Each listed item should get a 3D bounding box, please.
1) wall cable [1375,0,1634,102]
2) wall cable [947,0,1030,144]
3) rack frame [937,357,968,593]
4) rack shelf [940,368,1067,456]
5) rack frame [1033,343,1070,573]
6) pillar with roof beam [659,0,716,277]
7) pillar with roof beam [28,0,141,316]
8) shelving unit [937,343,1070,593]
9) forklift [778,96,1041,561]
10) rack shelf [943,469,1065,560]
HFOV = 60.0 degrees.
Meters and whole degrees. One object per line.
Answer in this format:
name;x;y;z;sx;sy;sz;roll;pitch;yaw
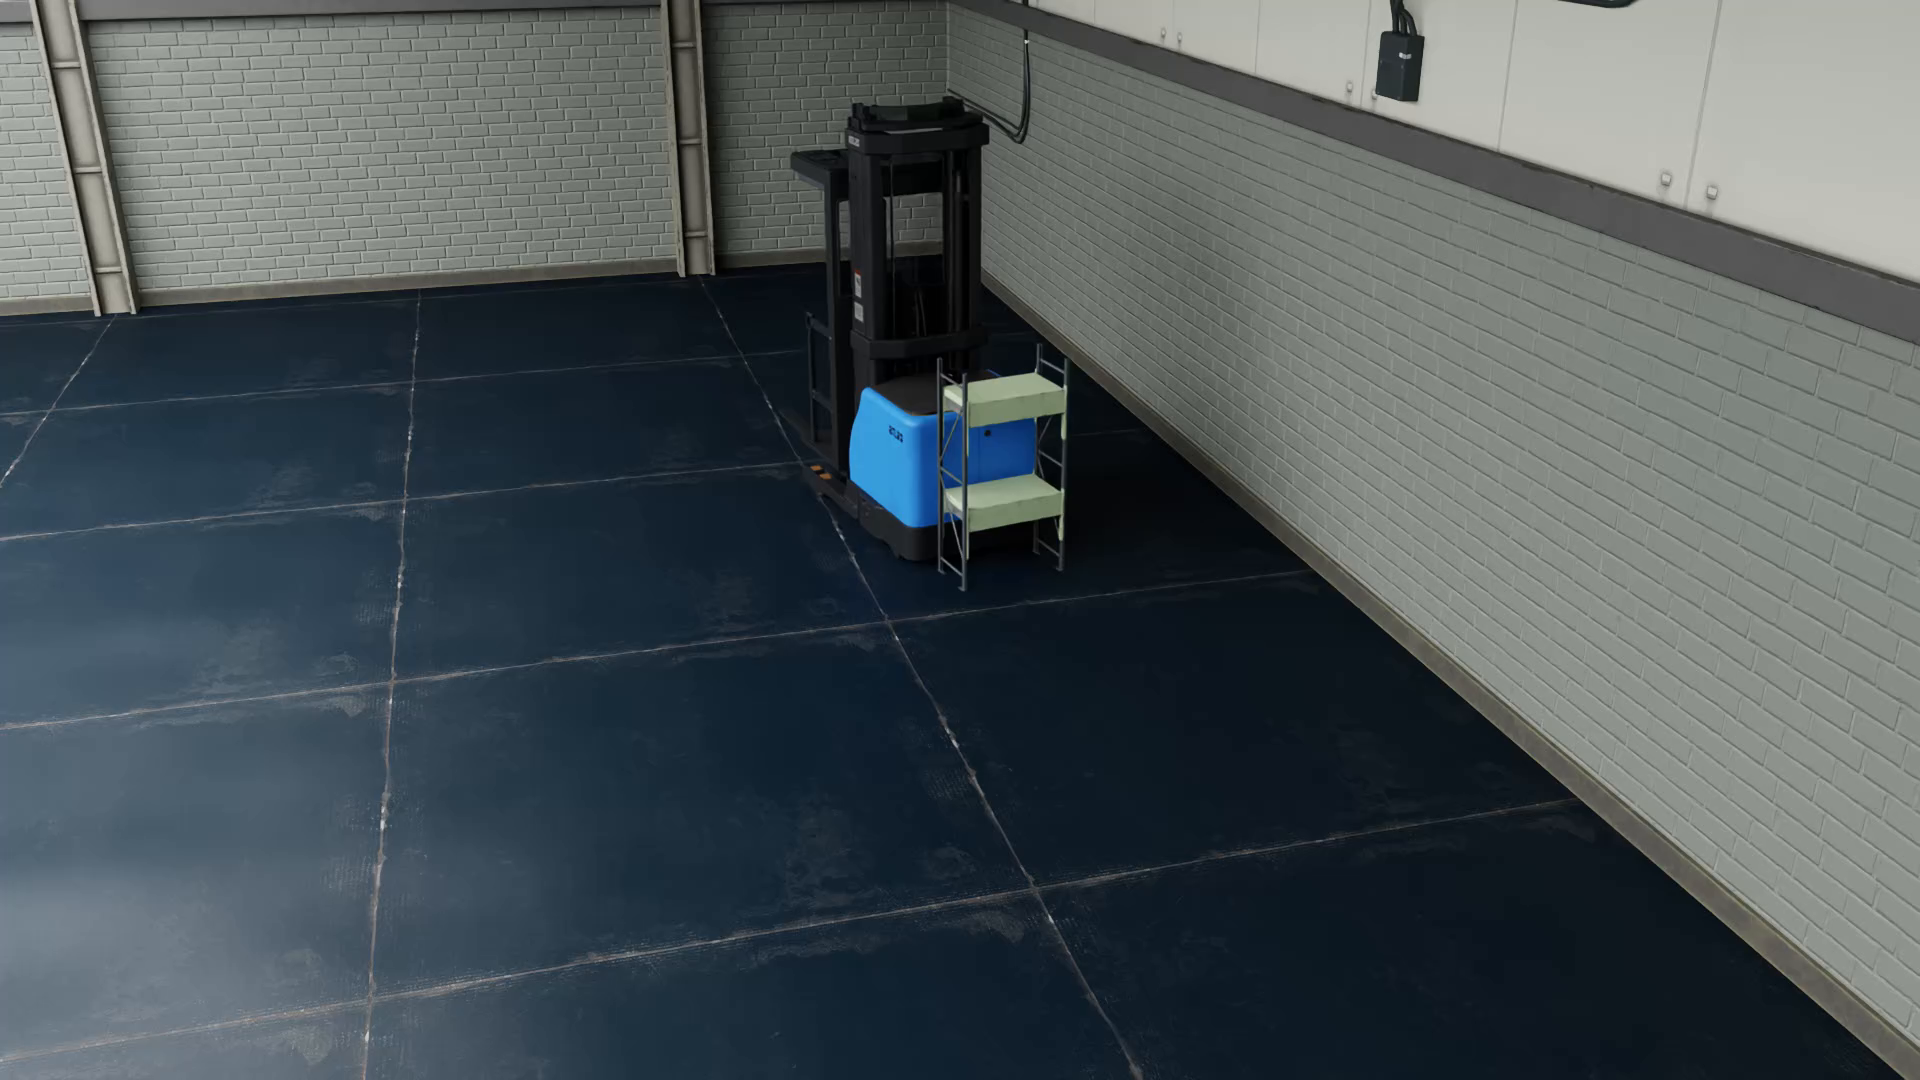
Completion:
wall cable;2.766;-4.925;7.503;0.169;6.003;2.305;-6;24;-14
wall cable;0.217;-5.541;17.189;0.112;2.526;3.097;-6;24;-14
rack frame;-0.050;-0.413;10.811;0.023;1.500;0.400;-11;26;-24
rack shelf;0.278;-0.836;10.806;0.720;0.370;0.431;-11;26;-24
rack frame;0.606;-0.541;11.109;0.023;1.500;0.400;-11;26;-24
pillar with roof beam;-1.814;-5.522;13.207;0.400;9.000;9.100;-6;24;-14
pillar with roof beam;-7.591;-4.883;11.717;0.400;9.000;9.100;-6;24;-14
shelving unit;0.278;-0.477;10.960;0.755;1.500;0.431;-11;26;-24
forklift;-0.536;-1.751;12.113;1.130;2.935;3.031;-11;26;-24
rack shelf;0.278;-0.178;11.088;0.720;0.370;0.431;-11;26;-24
